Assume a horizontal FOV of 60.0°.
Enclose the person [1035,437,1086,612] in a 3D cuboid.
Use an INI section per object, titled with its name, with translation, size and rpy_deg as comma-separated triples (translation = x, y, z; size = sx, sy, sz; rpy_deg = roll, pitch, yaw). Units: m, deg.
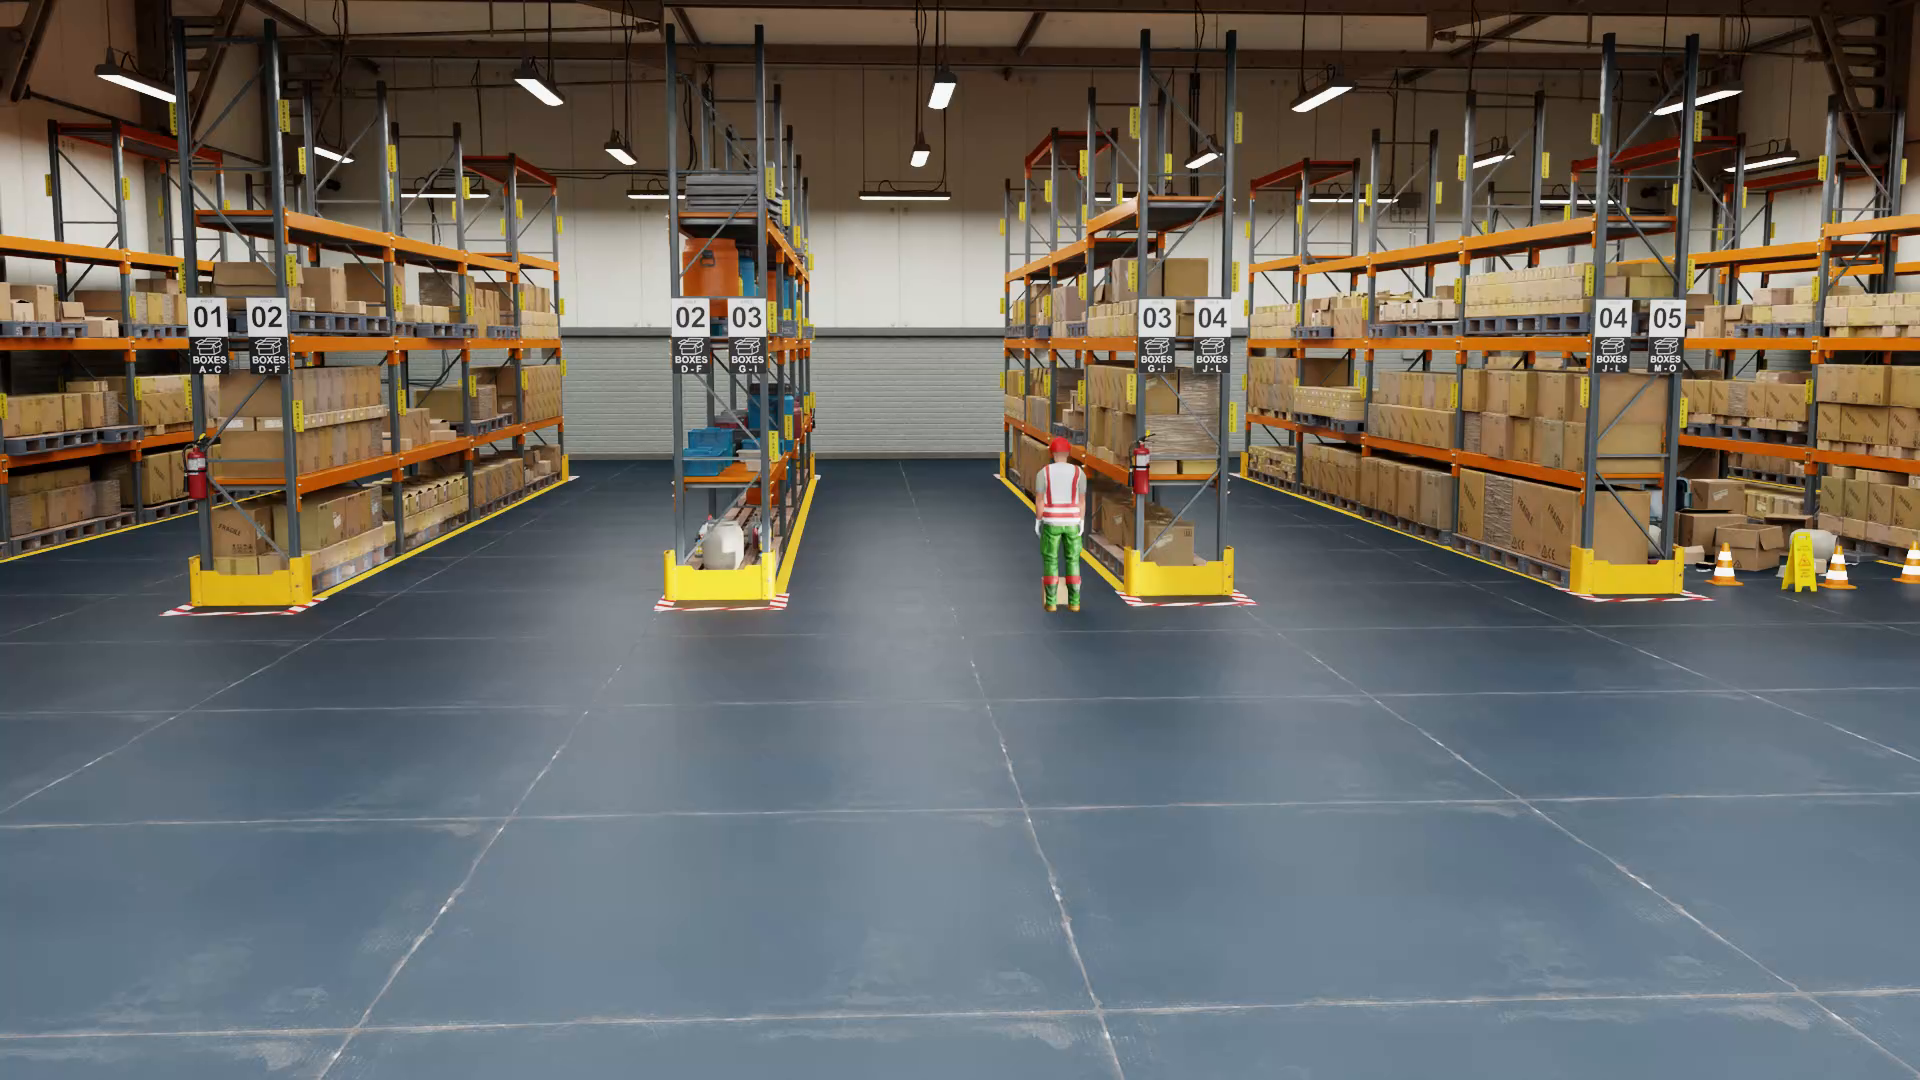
[person]
translation = 1.027, -0.166, 17.047
size = 0.525, 1.783, 0.343
rpy_deg = 0, 7, -2
